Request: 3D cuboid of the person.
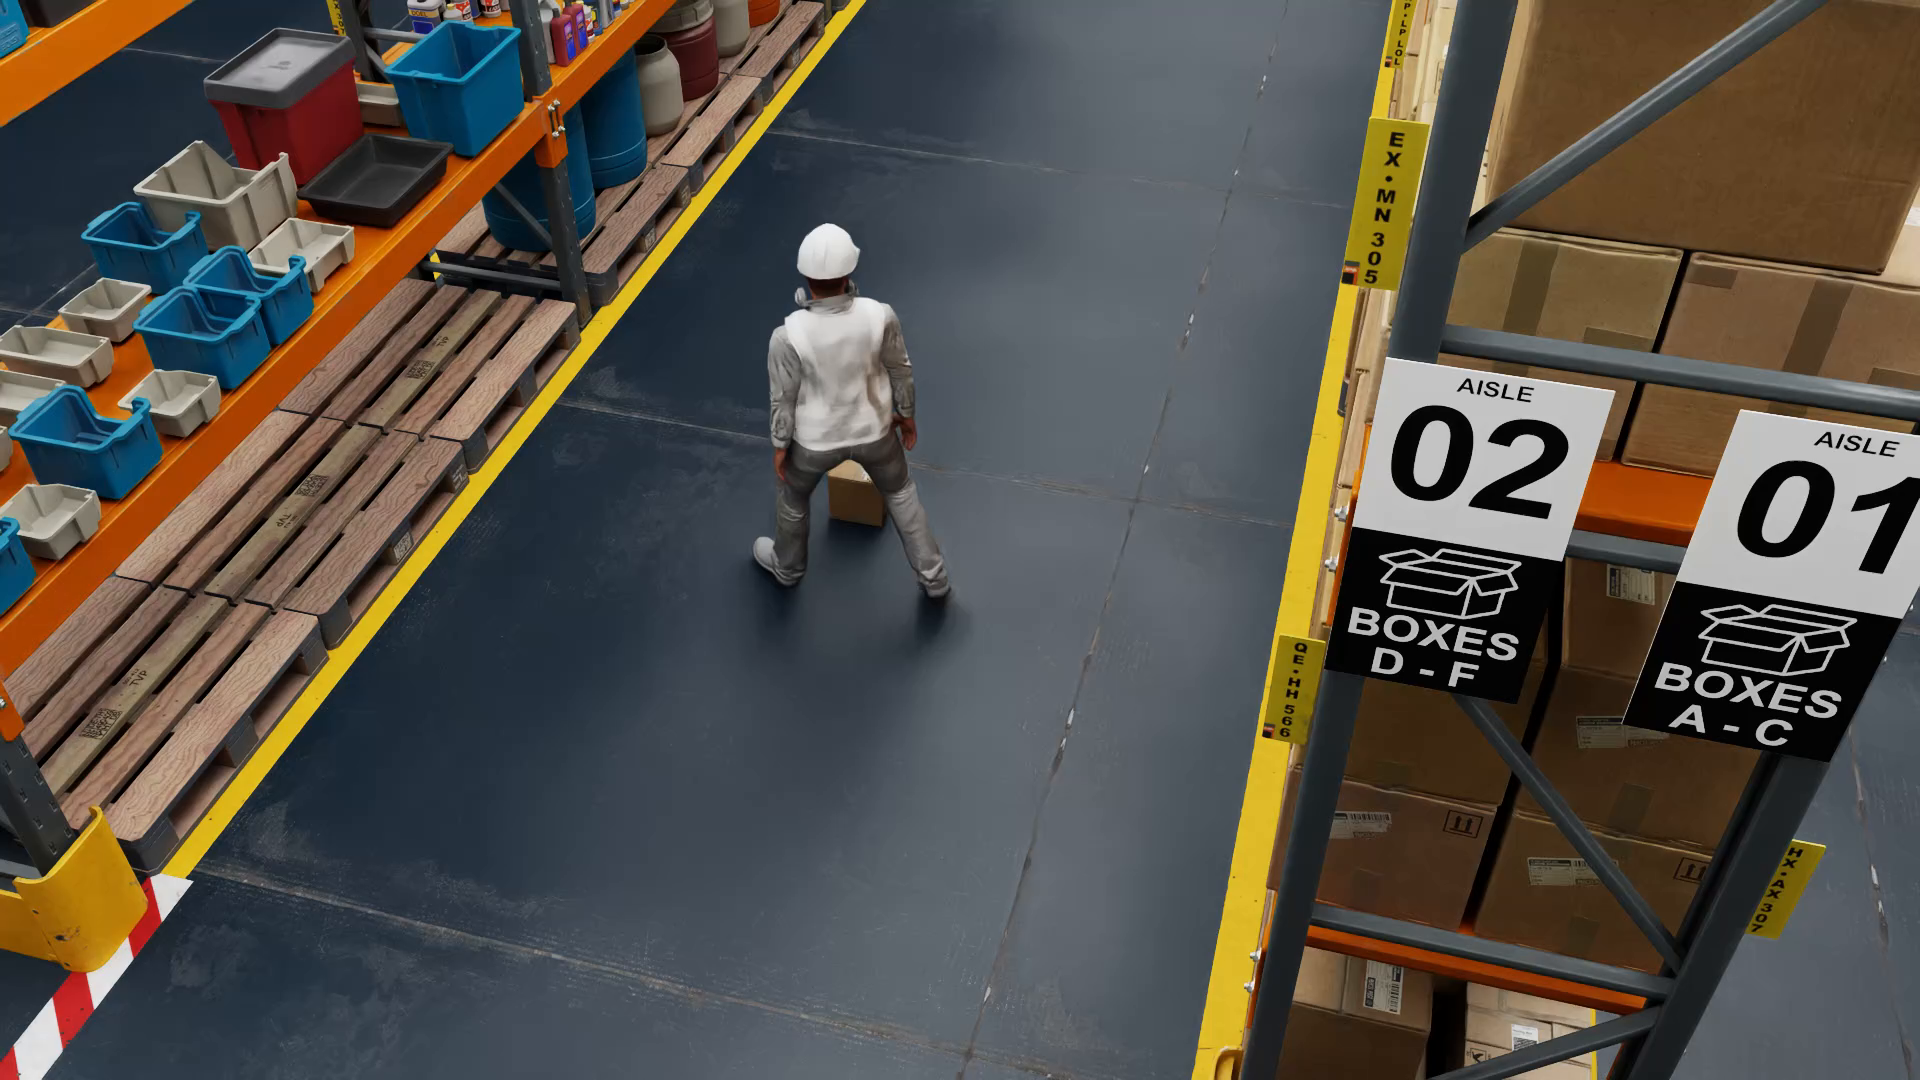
[{"bbox_3d":[-0.463,-0.472,6.699,0.750,1.755,0.705,-13,42,-15],"label":"person"}]
